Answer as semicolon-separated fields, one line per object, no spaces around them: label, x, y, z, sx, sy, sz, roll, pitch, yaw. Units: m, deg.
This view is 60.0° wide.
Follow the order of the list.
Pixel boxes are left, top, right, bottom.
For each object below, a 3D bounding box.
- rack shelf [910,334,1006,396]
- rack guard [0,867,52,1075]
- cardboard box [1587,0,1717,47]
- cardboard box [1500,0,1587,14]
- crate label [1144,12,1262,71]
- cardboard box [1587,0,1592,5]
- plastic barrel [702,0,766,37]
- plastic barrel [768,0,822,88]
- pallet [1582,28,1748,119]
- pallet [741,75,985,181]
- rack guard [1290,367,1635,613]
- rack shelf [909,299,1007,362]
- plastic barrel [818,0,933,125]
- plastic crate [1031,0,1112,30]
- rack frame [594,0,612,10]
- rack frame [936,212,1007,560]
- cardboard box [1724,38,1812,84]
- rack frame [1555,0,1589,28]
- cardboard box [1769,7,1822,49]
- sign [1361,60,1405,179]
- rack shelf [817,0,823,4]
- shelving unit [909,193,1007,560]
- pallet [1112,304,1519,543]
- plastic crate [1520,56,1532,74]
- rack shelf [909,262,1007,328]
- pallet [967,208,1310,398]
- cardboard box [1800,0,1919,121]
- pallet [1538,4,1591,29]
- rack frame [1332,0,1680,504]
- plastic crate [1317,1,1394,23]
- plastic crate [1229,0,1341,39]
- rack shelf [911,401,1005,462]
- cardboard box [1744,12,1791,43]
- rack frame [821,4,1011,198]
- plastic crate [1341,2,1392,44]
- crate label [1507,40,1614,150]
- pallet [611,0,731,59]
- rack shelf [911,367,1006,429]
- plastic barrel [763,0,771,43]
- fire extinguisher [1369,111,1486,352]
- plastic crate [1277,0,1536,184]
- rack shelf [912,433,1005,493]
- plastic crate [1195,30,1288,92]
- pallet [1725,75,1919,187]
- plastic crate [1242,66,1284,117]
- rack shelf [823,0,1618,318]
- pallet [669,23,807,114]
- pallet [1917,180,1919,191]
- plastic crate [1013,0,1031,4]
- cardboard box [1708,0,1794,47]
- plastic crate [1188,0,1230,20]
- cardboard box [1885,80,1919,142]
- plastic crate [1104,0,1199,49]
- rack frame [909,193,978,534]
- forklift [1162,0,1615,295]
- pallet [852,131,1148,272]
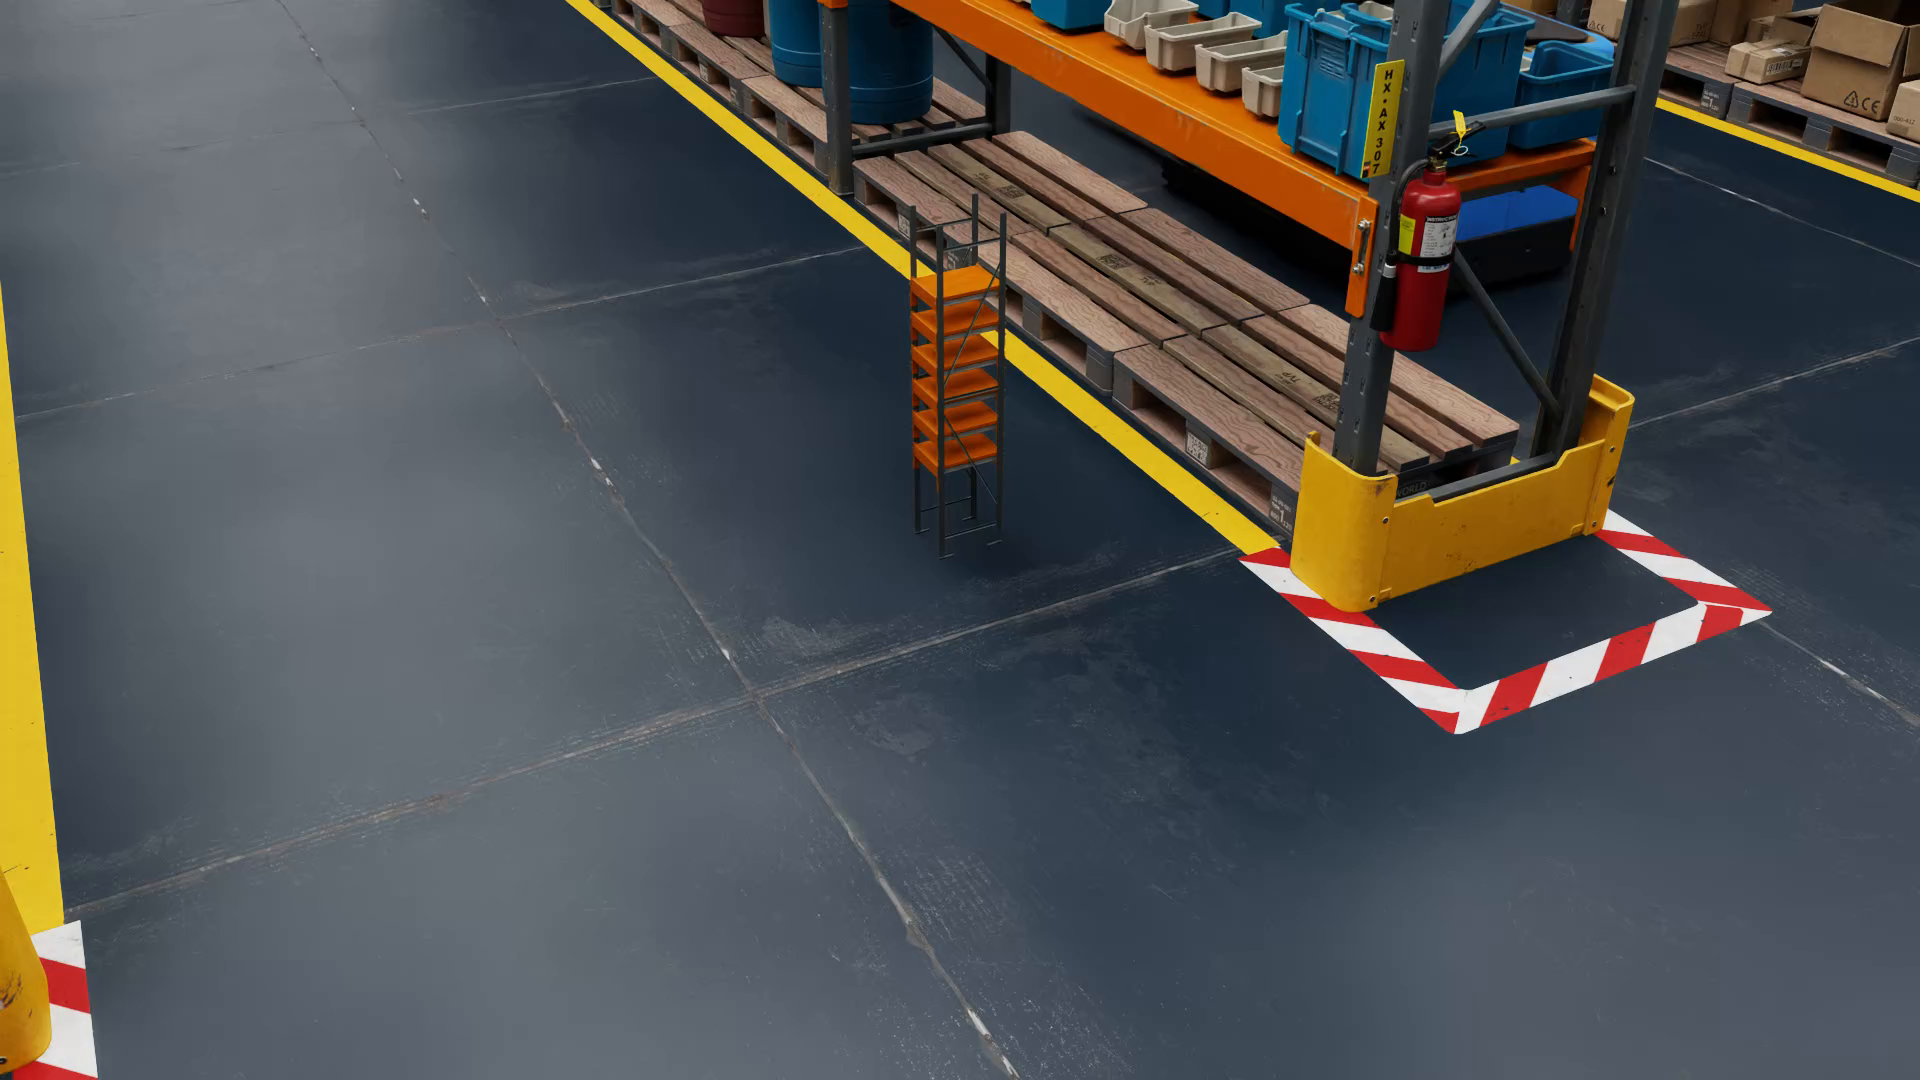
rack shelf;-0.007;-0.576;5.396;0.258;0.103;0.180;-16;36;-23
rack guard;-2.709;1.058;3.635;1.175;0.500;0.348;-16;36;-23
cardboard box;4.184;-3.203;10.054;0.500;0.311;0.500;-16;36;-23
cardboard box;3.696;-3.701;10.655;0.500;0.500;0.500;-16;36;-23
crate label;0.847;-1.778;5.934;0.396;0.136;0.243;-16;36;-23
cardboard box;4.170;-3.830;10.856;0.500;0.500;0.500;-18;37;-25
plastic barrel;-1.299;-3.463;10.221;0.600;0.588;0.708;-16;36;-23
plastic barrel;-0.773;-3.056;9.295;0.600;0.901;0.708;-16;36;-23
pallet;4.499;-2.903;10.085;1.003;0.211;1.213;-16;36;-23
pallet;-0.527;-2.365;9.246;1.003;0.211;1.213;-16;36;-23
rack guard;1.684;-0.191;5.585;1.175;0.500;0.348;-16;36;-23
rack shelf;-0.007;-0.677;5.332;0.258;0.103;0.180;-16;36;-23
plastic barrel;-0.442;-2.718;8.768;0.600;0.901;0.708;-16;36;-23
plastic crate;0.477;-2.122;6.381;0.416;0.233;0.300;-16;36;-23
rack frame;-2.069;-5.070;10.882;1.000;3.000;0.127;-16;36;-23
rack frame;0.036;-0.468;5.369;0.240;1.200;0.006;-16;36;-23
cardboard box;4.596;-2.732;9.452;0.380;0.166;0.250;-16;36;-23
rack frame;4.180;-4.405;9.845;1.000;3.000;0.127;-16;36;-23
cardboard box;5.046;-2.899;9.580;0.500;0.311;0.500;-16;36;-23
sign;1.182;-1.174;4.651;0.100;0.325;0.005;-16;36;-23
rack shelf;-1.136;-3.812;9.587;1.077;0.370;4.000;-16;36;-23
shelving unit;-0.007;-0.512;5.437;0.258;1.200;0.189;-16;36;-23
pallet;1.311;-0.481;6.305;1.003;0.211;1.213;-16;36;-23
plastic crate;1.761;-1.541;5.563;0.250;0.136;0.298;-16;36;-23
rack shelf;-0.007;-0.778;5.267;0.258;0.103;0.180;-16;36;-23
pallet;0.746;-1.062;7.213;1.003;0.211;1.213;-16;36;-23
cardboard box;5.060;-2.644;9.002;0.797;0.503;0.637;-16;36;-23
pallet;3.767;-3.609;11.188;1.003;0.211;1.213;-16;36;-23
rack frame;1.661;-1.252;4.923;1.000;3.000;0.127;-16;36;-23
plastic crate;1.445;-1.864;6.068;0.250;0.136;0.298;-16;36;-23
plastic crate;1.223;-2.036;6.246;0.416;0.233;0.300;-16;36;-23
rack shelf;-0.007;-0.374;5.526;0.258;0.103;0.180;-16;36;-23
cardboard box;4.924;-3.025;9.926;0.380;0.149;0.250;-16;36;-23
rack frame;-0.204;-3.161;7.903;1.000;3.000;0.127;-16;36;-23
plastic crate;1.530;-1.721;5.756;0.416;0.233;0.300;-16;36;-23
crate label;1.837;-1.407;5.265;0.416;0.233;0.303;-16;36;-23
pallet;-1.664;-3.530;11.064;1.003;0.211;1.213;-16;36;-23
rack shelf;-0.007;-0.475;5.461;0.258;0.103;0.180;-16;36;-23
plastic barrel;-0.957;-3.184;9.856;0.421;0.512;0.421;0;33;0
fire extinguisher;1.329;-0.876;4.754;0.296;0.674;0.183;-16;36;-23
plastic crate;1.340;-1.405;5.074;0.616;0.435;0.499;-16;36;-23
rack shelf;-0.007;-0.273;5.591;0.258;0.103;0.180;-16;36;-23
plastic crate;0.998;-1.652;5.736;0.396;0.136;0.243;-16;36;-23
pallet;5.072;-2.320;9.175;1.003;0.211;1.213;-16;36;-23
plastic crate;1.121;-1.510;5.515;0.396;0.136;0.243;-16;36;-23
rack shelf;0.729;-1.903;6.607;1.077;0.370;4.000;-16;36;-23
pallet;-1.100;-2.948;10.156;1.003;0.211;1.213;-16;36;-23
pallet;5.637;-1.738;8.267;1.003;0.211;1.213;-16;36;-23
plastic crate;0.345;-2.361;6.709;0.437;0.282;0.530;-16;36;-23
cardboard box;4.696;-3.337;10.087;0.500;0.500;0.500;-16;36;-23
plastic crate;1.083;-2.179;6.470;0.416;0.233;0.300;-16;36;-23
cardboard box;5.157;-2.182;8.516;0.500;0.250;0.500;-16;36;-23
plastic crate;0.692;-1.915;6.147;0.298;0.136;0.250;-16;36;-23
rack frame;-0.049;-0.556;5.505;0.240;1.200;0.006;-16;36;-23
forklift;1.704;-3.048;7.790;1.130;2.935;3.031;-15;36;-22
pallet;0.173;-1.645;8.123;1.003;0.211;1.213;-16;36;-23
